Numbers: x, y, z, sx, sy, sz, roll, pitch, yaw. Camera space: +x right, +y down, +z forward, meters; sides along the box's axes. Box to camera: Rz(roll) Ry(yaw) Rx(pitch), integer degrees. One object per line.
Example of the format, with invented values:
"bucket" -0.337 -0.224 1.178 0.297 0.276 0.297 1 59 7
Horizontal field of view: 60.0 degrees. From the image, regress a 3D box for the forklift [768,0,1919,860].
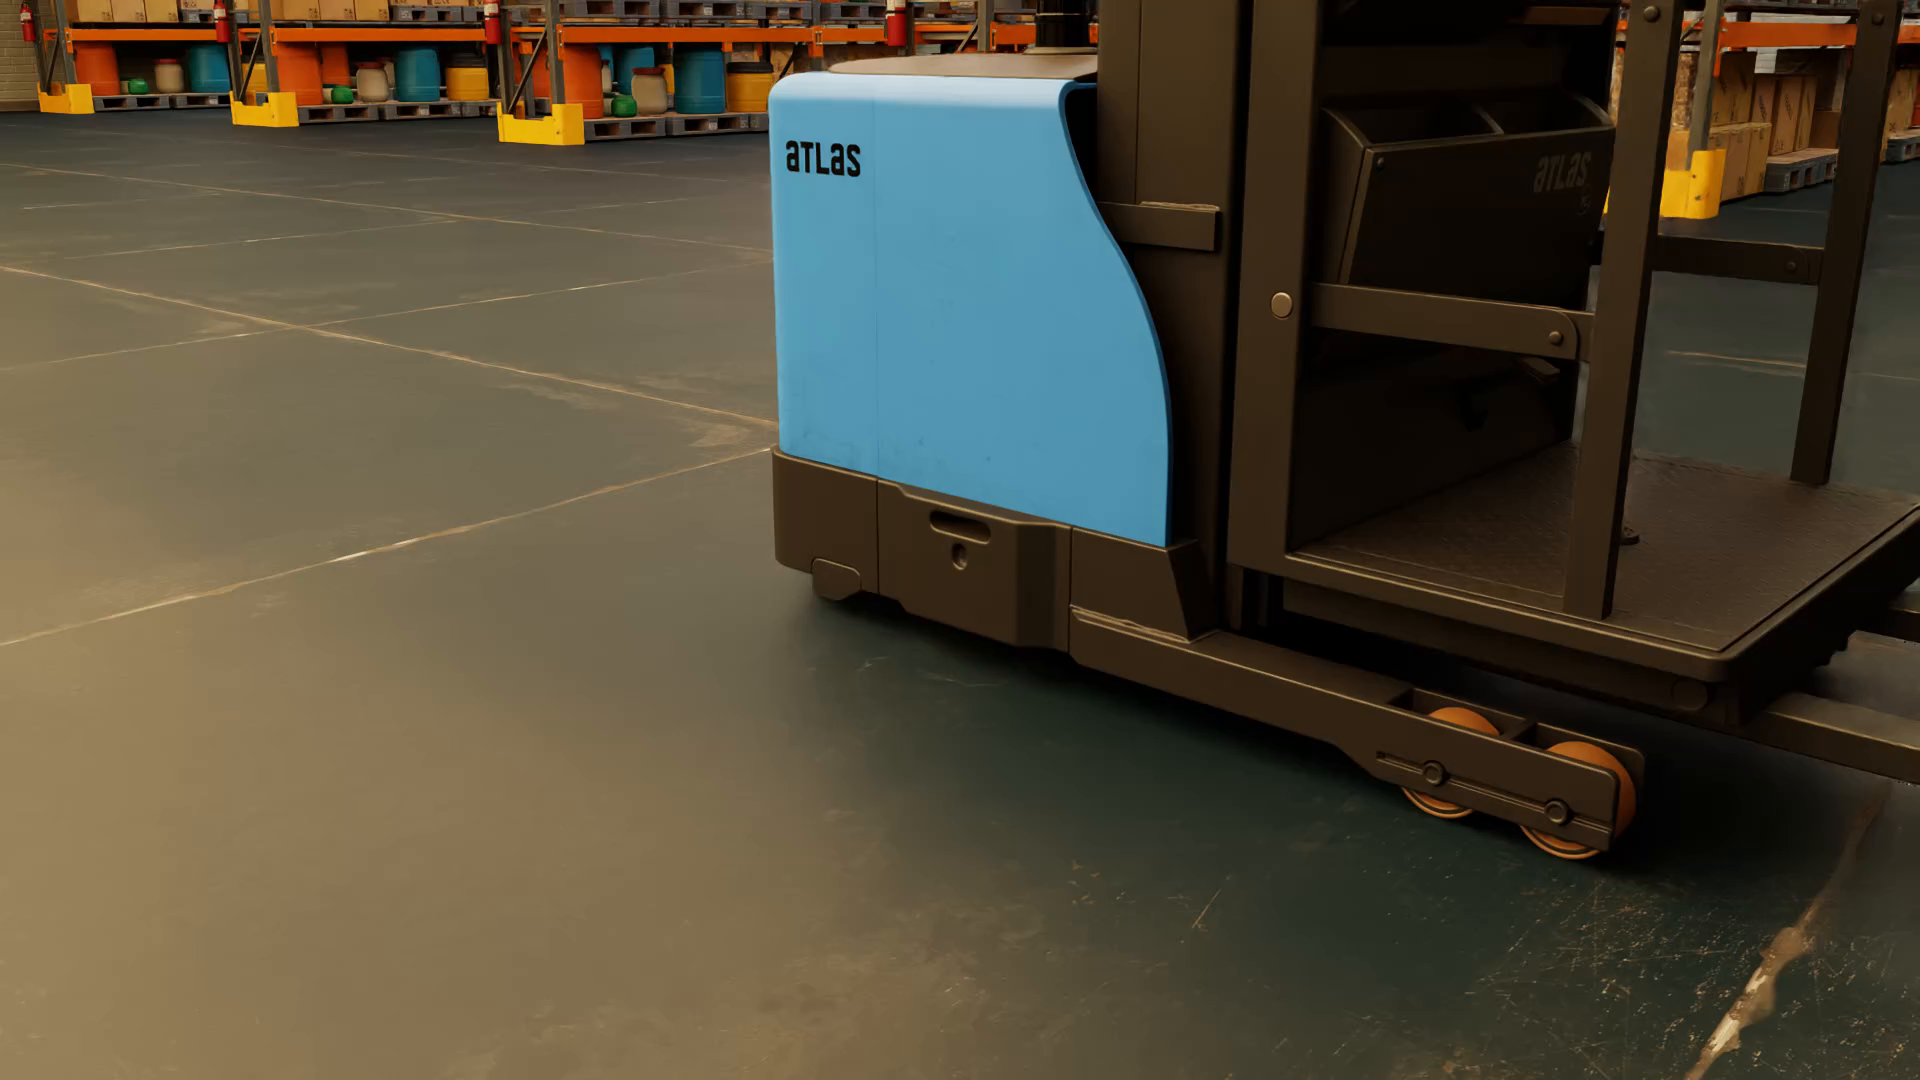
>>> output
"forklift" 1.028 -1.110 2.554 3.031 2.935 1.130 15 22 40
